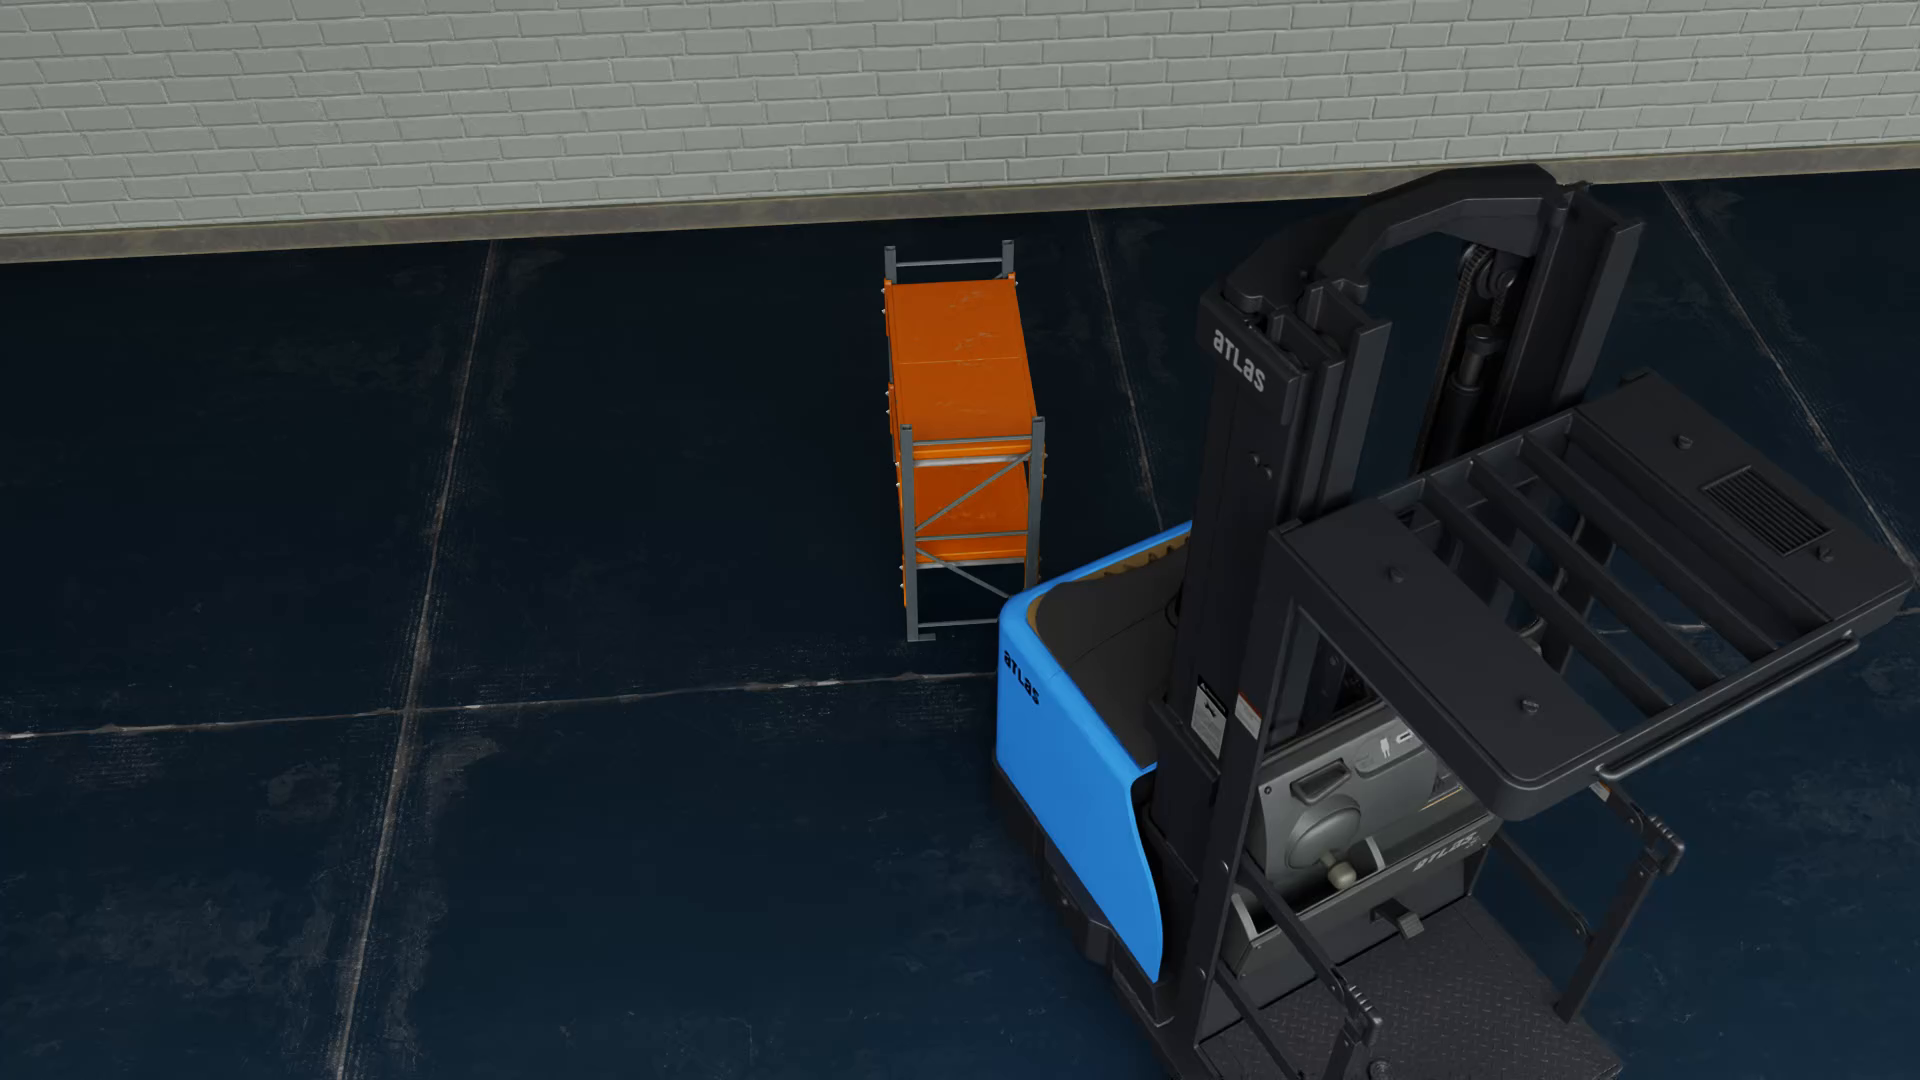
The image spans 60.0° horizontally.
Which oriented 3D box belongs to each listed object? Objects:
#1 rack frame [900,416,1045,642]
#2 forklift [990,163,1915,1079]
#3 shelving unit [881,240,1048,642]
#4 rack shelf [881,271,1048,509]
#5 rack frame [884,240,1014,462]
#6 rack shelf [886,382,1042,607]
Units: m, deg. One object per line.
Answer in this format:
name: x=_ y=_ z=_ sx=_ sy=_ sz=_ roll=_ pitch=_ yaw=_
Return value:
rack frame: x=0.043 y=-0.014 z=6.125 sx=0.500 sy=1.125 sz=0.032 roll=-3 pitch=47 yaw=-3
forklift: x=1.267 y=0.687 z=4.217 sx=1.130 sy=2.935 sz=3.031 roll=-22 pitch=50 yaw=-20
shelving unit: x=0.001 y=-0.382 z=6.473 sx=0.538 sy=1.125 sz=1.048 roll=-3 pitch=47 yaw=-3
rack shelf: x=0.001 y=-0.583 z=6.261 sx=0.538 sy=0.278 sz=1.000 roll=-3 pitch=47 yaw=-3
rack frame: x=-0.042 y=-0.750 z=6.822 sx=0.500 sy=1.125 sz=0.032 roll=-3 pitch=47 yaw=-3
rack shelf: x=0.001 y=-0.214 z=6.651 sx=0.538 sy=0.278 sz=1.000 roll=-3 pitch=47 yaw=-3
